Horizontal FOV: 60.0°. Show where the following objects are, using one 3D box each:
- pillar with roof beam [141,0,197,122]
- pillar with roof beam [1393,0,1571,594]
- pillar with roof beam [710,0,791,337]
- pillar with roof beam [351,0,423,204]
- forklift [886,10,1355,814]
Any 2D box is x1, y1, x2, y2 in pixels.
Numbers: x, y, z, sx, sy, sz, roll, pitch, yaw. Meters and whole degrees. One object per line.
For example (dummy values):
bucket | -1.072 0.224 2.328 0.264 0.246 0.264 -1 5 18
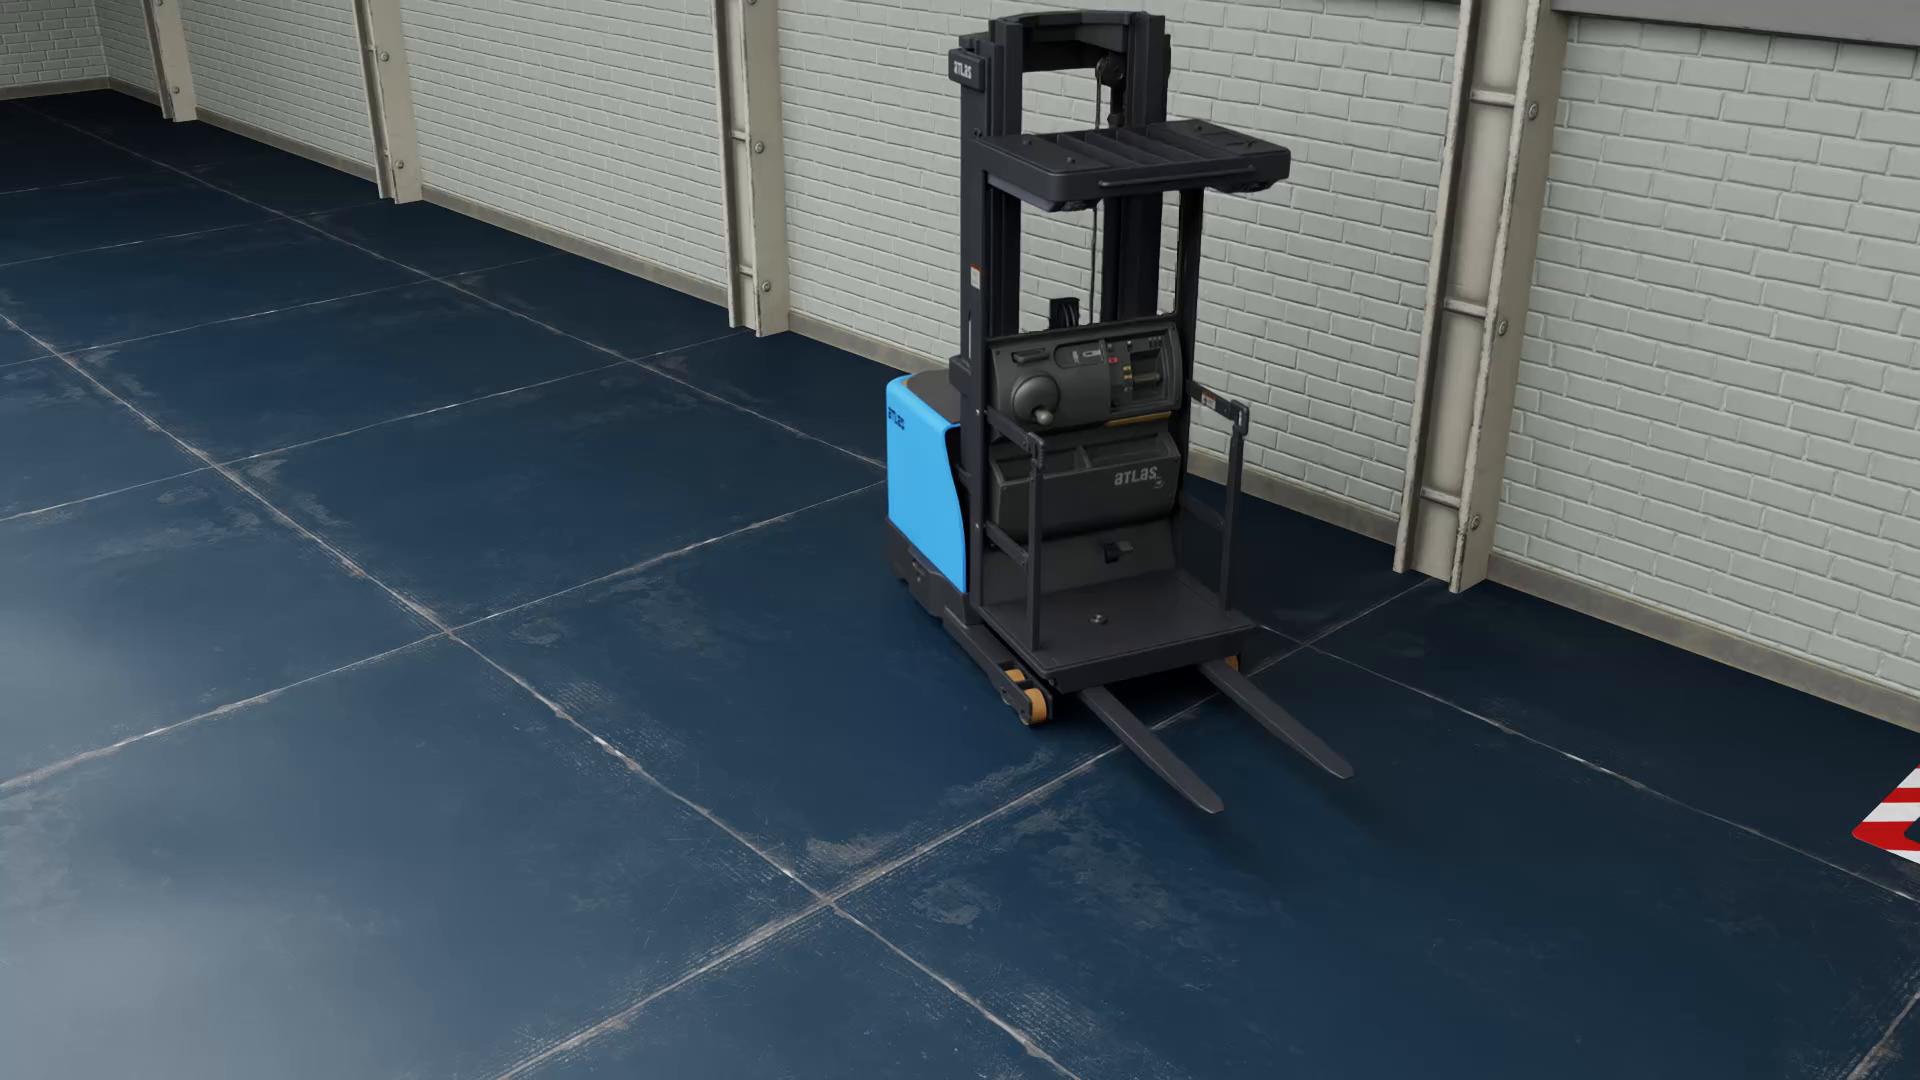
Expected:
pillar with roof beam | -12.885 -8.150 16.272 9.100 9.000 0.400 -21 32 -38
pillar with roof beam | -0.582 -2.696 4.318 9.100 9.000 0.400 -21 32 -38
pillar with roof beam | -4.683 -4.514 8.303 9.100 9.000 0.400 -21 32 -38
pillar with roof beam | -8.784 -6.332 12.287 9.100 9.000 0.400 -21 32 -38
forklift | 0.665 -0.708 7.271 1.130 2.935 3.031 -10 27 -22
